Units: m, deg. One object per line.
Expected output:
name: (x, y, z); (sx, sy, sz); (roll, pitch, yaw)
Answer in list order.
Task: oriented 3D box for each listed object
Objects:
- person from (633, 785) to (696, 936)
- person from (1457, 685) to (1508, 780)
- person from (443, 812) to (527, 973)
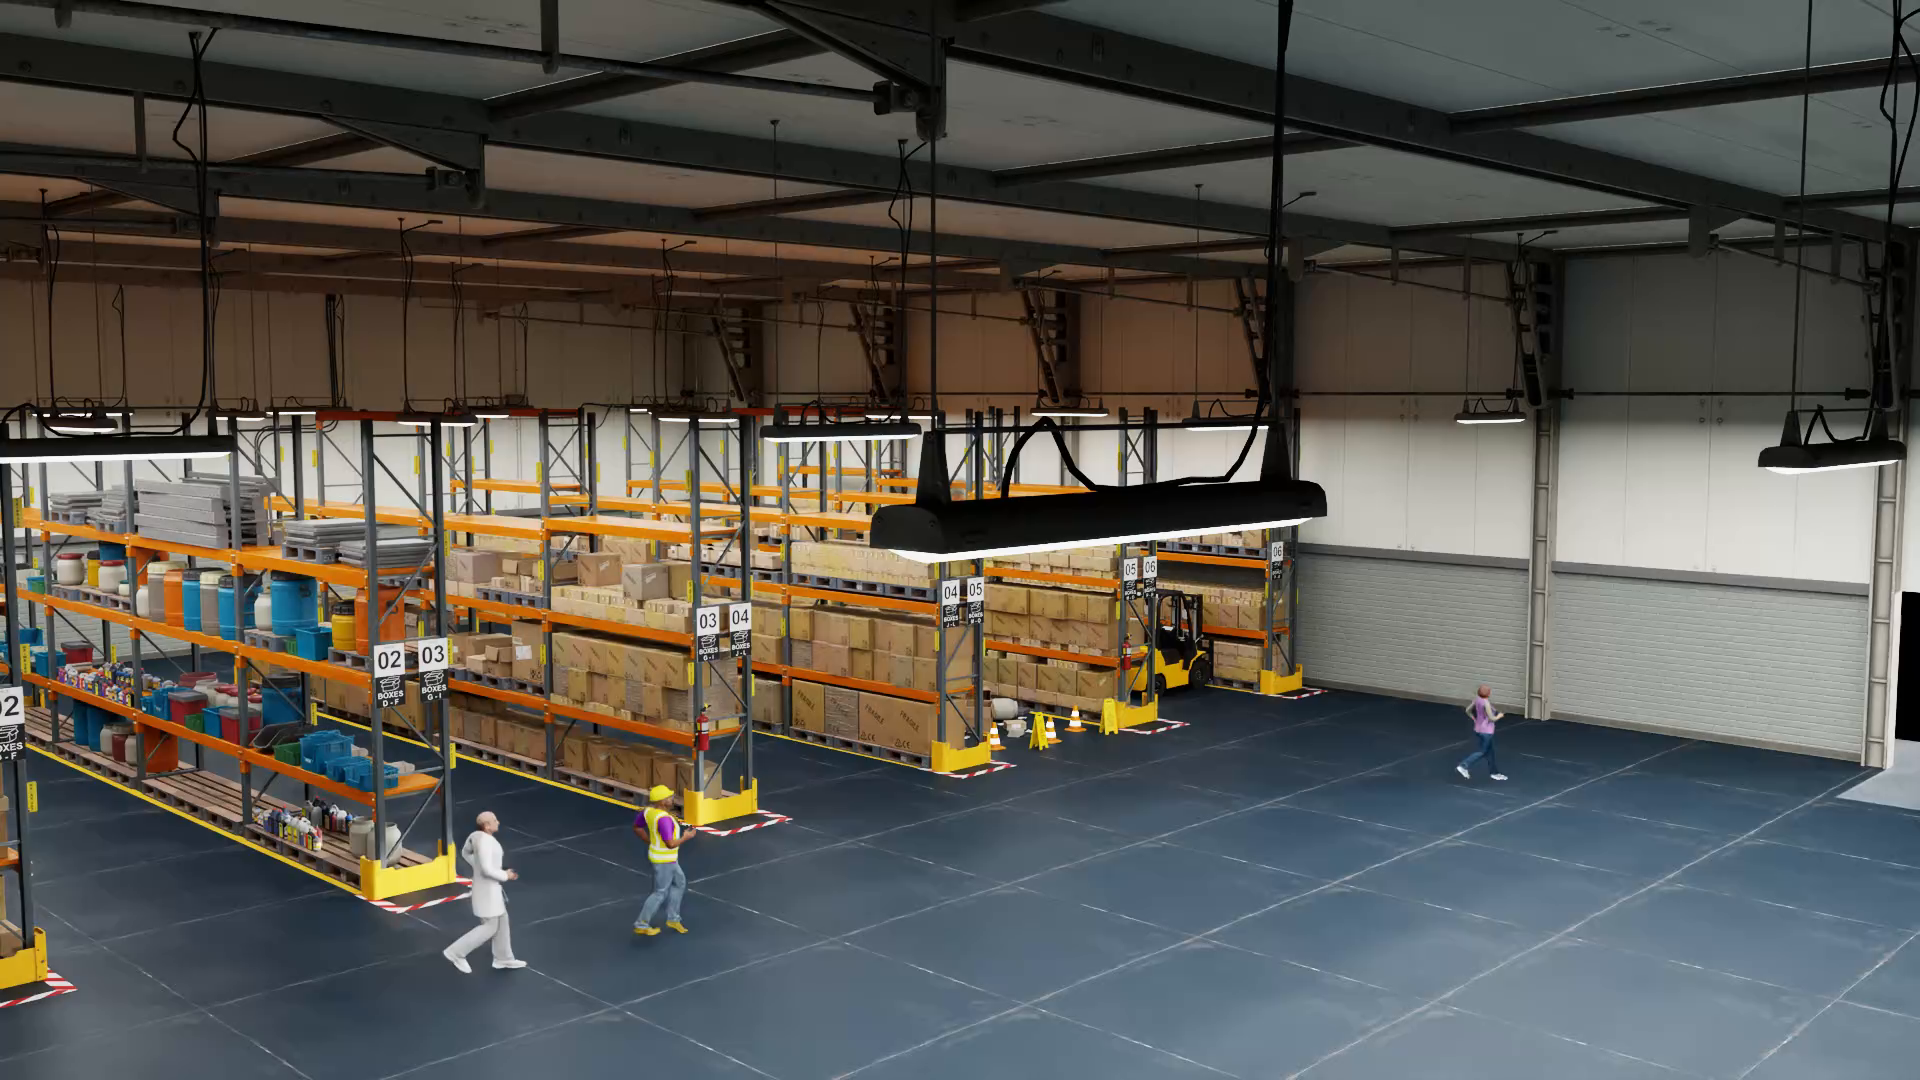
person: (-3.434, 3.741, 19.290); (0.729, 1.823, 0.674); (-2, 5, -21)
person: (8.488, 3.139, 26.983); (0.895, 1.559, 0.539); (0, 5, -5)
person: (-5.196, 3.845, 18.126); (0.898, 1.789, 0.736); (-2, 6, -24)
